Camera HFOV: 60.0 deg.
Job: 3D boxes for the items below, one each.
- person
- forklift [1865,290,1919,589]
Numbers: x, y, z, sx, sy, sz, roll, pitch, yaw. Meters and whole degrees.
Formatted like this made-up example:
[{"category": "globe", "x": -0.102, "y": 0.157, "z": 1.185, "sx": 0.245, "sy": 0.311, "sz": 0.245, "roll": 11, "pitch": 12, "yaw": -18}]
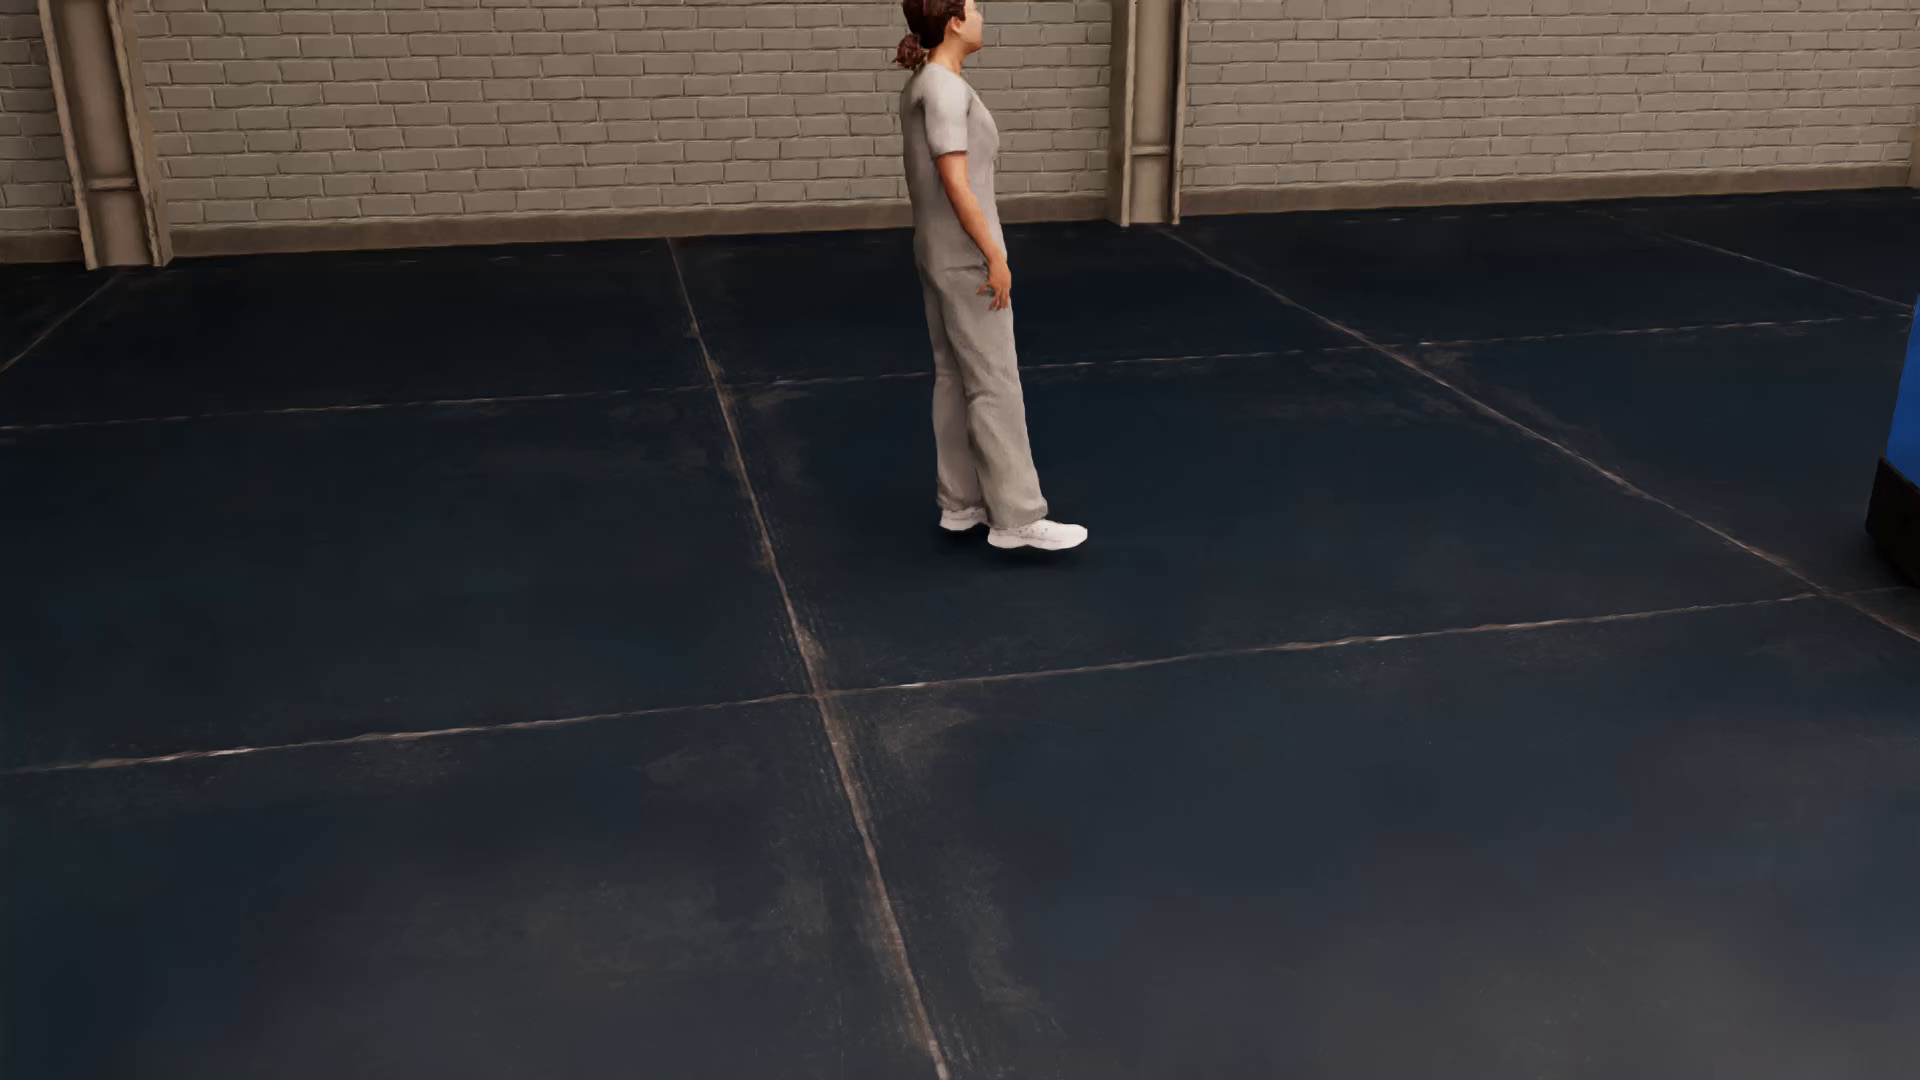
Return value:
[{"category": "person", "x": 0.074, "y": -0.828, "z": 4.985, "sx": 0.549, "sy": 1.673, "sz": 0.550, "roll": -5, "pitch": 21, "yaw": -12}, {"category": "forklift", "x": 4.229, "y": -1.083, "z": 4.028, "sx": 3.031, "sy": 2.935, "sz": 1.130, "roll": 4, "pitch": 21, "yaw": 9}]
